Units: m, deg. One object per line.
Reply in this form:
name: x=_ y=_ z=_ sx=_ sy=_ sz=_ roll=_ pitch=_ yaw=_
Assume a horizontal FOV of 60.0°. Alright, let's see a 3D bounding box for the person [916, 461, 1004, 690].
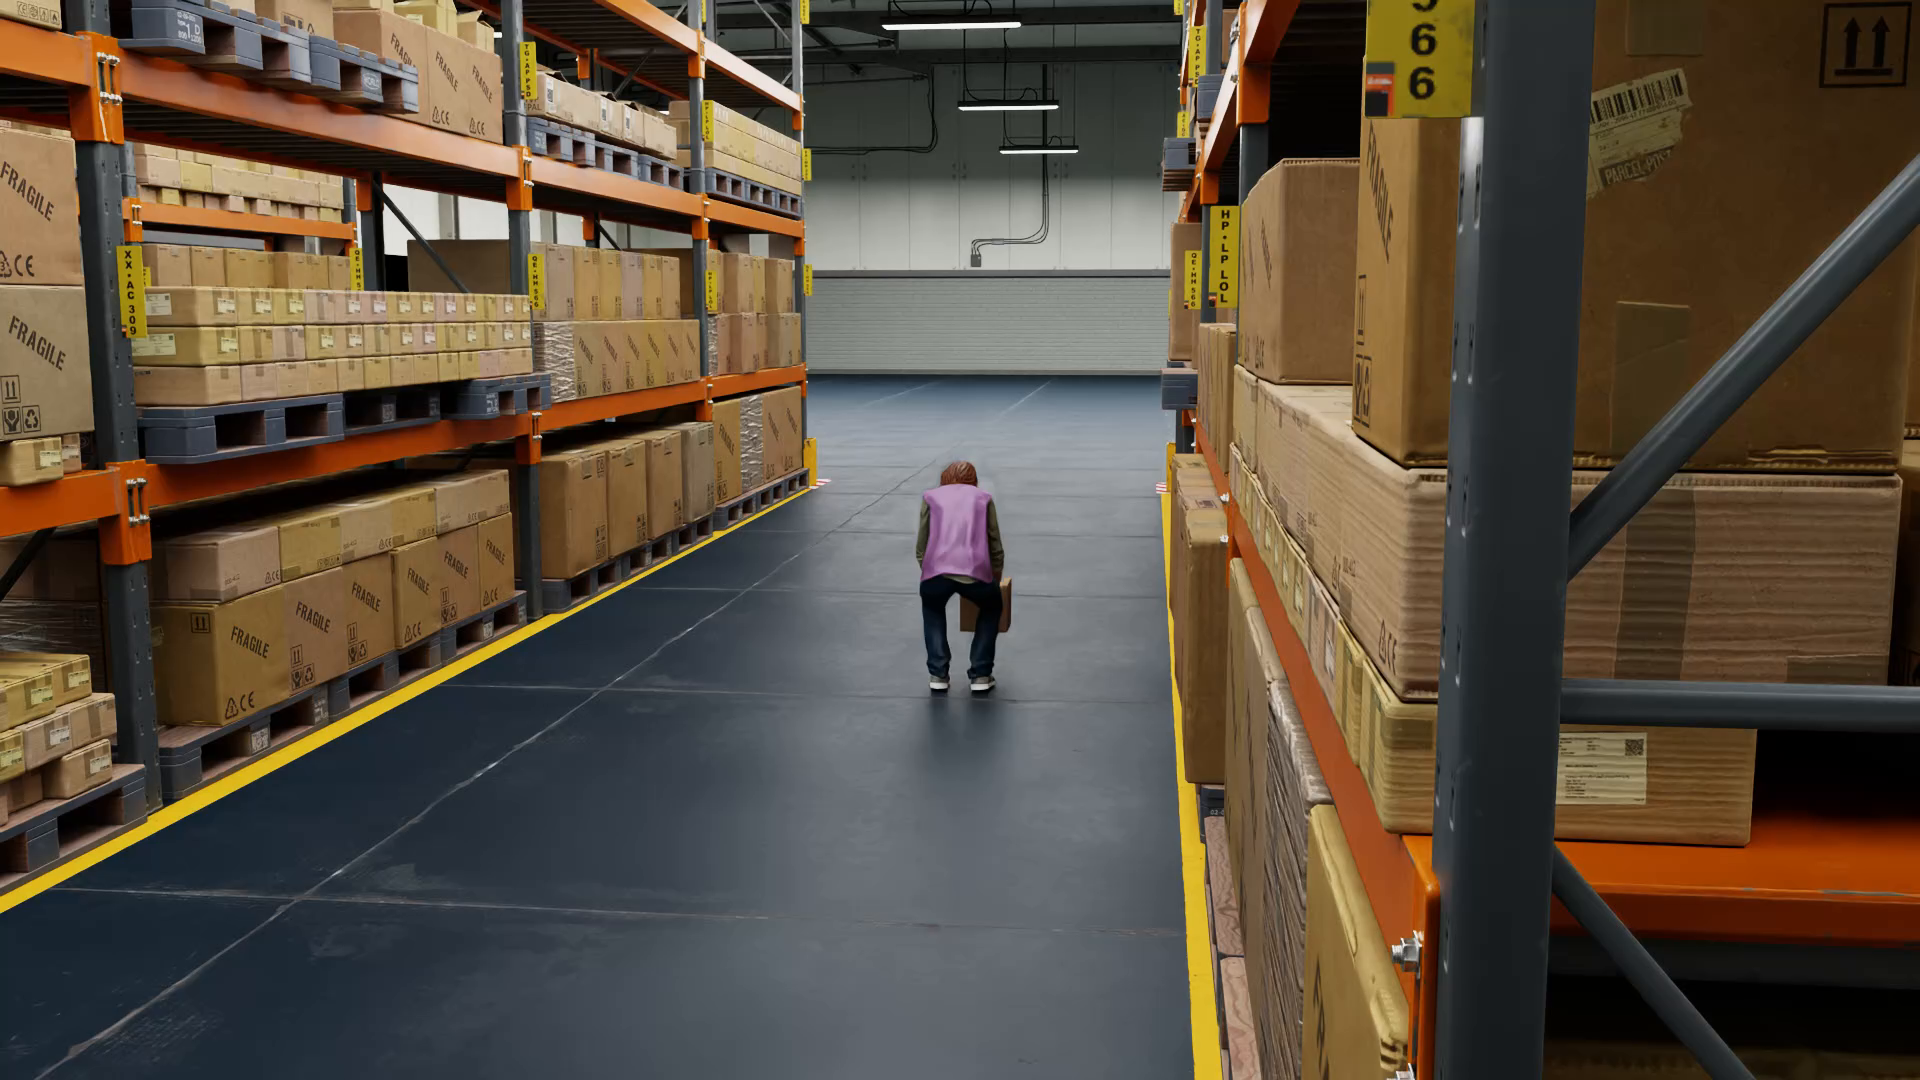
person: x=-0.020 y=0.189 z=8.322 sx=0.461 sy=1.096 sz=0.739 roll=1 pitch=8 yaw=8
